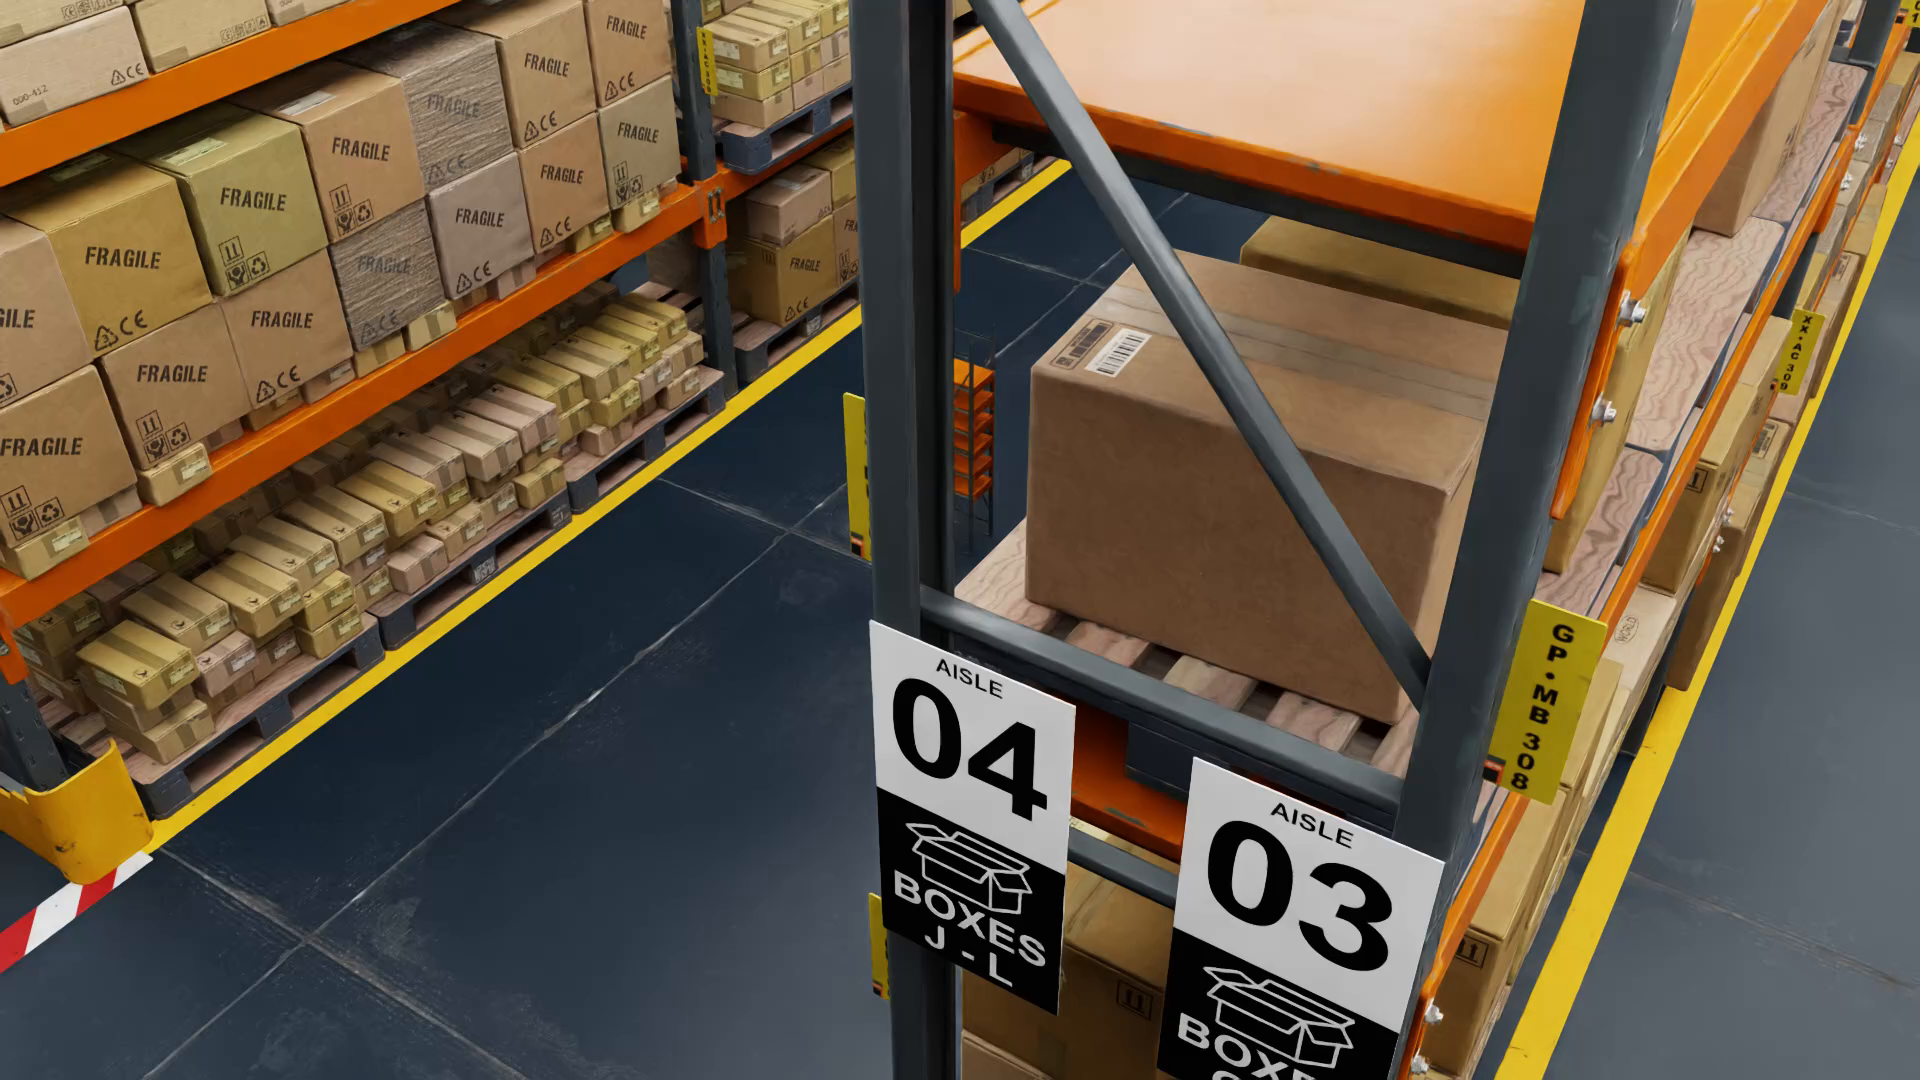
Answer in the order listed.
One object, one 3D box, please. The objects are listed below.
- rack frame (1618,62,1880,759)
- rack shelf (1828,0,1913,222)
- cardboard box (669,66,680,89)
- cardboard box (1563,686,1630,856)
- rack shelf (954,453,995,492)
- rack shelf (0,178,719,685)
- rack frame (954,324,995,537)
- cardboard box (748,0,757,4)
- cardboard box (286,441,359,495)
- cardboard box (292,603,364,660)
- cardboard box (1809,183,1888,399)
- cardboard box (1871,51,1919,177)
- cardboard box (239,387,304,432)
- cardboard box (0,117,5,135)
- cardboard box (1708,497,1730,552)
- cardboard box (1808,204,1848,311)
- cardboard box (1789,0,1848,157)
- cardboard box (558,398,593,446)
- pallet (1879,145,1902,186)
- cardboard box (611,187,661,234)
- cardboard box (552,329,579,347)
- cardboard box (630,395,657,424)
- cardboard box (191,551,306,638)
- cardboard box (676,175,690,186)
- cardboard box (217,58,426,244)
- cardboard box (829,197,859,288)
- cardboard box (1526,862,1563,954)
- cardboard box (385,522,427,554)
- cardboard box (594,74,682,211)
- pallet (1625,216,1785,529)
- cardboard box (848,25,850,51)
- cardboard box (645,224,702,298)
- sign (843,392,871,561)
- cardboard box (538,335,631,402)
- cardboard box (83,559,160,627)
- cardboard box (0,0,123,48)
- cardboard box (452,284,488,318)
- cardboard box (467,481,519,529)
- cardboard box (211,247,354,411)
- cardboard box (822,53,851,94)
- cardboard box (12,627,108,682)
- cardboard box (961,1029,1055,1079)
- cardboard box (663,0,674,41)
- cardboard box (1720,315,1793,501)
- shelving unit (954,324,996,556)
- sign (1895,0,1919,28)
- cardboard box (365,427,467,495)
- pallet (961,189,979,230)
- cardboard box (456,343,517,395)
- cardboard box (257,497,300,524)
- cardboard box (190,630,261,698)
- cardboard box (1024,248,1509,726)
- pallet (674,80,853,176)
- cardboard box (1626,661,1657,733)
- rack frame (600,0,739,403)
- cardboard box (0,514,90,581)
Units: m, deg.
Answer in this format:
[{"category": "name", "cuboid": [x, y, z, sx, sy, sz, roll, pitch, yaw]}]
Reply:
[{"category": "rack frame", "cuboid": [2.450, -0.461, 6.331, 1.000, 3.000, 0.127, 21, 42, 25]}, {"category": "rack shelf", "cuboid": [3.522, -2.395, 6.972, 1.077, 0.370, 4.000, 21, 42, 25]}, {"category": "cardboard box", "cuboid": [-1.638, -2.472, 8.801, 0.380, 0.149, 0.250, 20, 42, 24]}, {"category": "cardboard box", "cuboid": [1.613, 0.585, 4.853, 0.500, 0.250, 0.500, 20, 42, 24]}, {"category": "rack shelf", "cuboid": [0.008, -0.352, 7.933, 0.258, 0.103, 0.180, 21, 42, 25]}, {"category": "rack shelf", "cuboid": [-2.755, -0.820, 7.385, 1.077, 0.370, 4.000, 21, 42, 25]}, {"category": "rack frame", "cuboid": [0.057, -0.530, 7.894, 0.240, 1.200, 0.006, 21, 42, 25]}, {"category": "cardboard box", "cuboid": [-1.219, -2.995, 9.236, 0.380, 0.149, 0.250, 20, 42, 24]}, {"category": "cardboard box", "cuboid": [-3.018, -0.357, 7.699, 0.380, 0.149, 0.250, 20, 42, 24]}, {"category": "cardboard box", "cuboid": [-2.848, 0.336, 7.288, 0.380, 0.149, 0.250, 22, 43, 26]}, {"category": "cardboard box", "cuboid": [4.206, -1.499, 9.073, 1.225, 0.875, 0.875, 19, 42, 23]}, {"category": "cardboard box", "cuboid": [4.538, -2.227, 8.540, 0.500, 0.500, 0.500, 23, 43, 26]}, {"category": "cardboard box", "cuboid": [-2.896, -0.610, 6.730, 0.380, 0.149, 0.250, 21, 42, 25]}, {"category": "cardboard box", "cuboid": [-3.370, -1.350, 5.150, 0.500, 0.250, 0.500, 23, 43, 27]}, {"category": "cardboard box", "cuboid": [2.564, -0.097, 6.064, 0.380, 0.149, 0.250, 21, 43, 25]}, {"category": "cardboard box", "cuboid": [3.445, -1.173, 7.173, 0.500, 0.500, 0.500, 20, 42, 24]}, {"category": "cardboard box", "cuboid": [2.082, -1.471, 4.677, 0.700, 0.500, 0.500, 19, 41, 23]}, {"category": "cardboard box", "cuboid": [-2.064, -0.640, 8.310, 0.380, 0.149, 0.250, 22, 43, 26]}, {"category": "pallet", "cuboid": [5.668, -2.448, 11.191, 1.003, 0.211, 1.213, 21, 42, 25]}, {"category": "cardboard box", "cuboid": [-1.685, -1.644, 8.071, 0.380, 0.149, 0.250, 20, 42, 24]}, {"category": "cardboard box", "cuboid": [-2.208, -1.049, 8.840, 0.380, 0.149, 0.250, 21, 43, 25]}, {"category": "cardboard box", "cuboid": [-1.816, -0.753, 8.700, 0.380, 0.149, 0.250, 22, 43, 26]}, {"category": "cardboard box", "cuboid": [-2.970, 0.225, 6.944, 0.380, 0.149, 0.250, 21, 42, 25]}, {"category": "cardboard box", "cuboid": [-1.498, -2.076, 9.514, 0.500, 0.250, 0.500, 20, 42, 24]}, {"category": "cardboard box", "cuboid": [-2.529, -1.558, 6.610, 0.500, 0.500, 0.500, 20, 42, 24]}, {"category": "cardboard box", "cuboid": [-0.782, -1.879, 9.874, 0.500, 0.500, 0.500, 23, 43, 27]}, {"category": "cardboard box", "cuboid": [1.463, 0.962, 4.691, 0.380, 0.149, 0.250, 21, 42, 25]}, {"category": "cardboard box", "cuboid": [-2.677, -0.110, 7.623, 0.380, 0.149, 0.250, 23, 43, 27]}, {"category": "cardboard box", "cuboid": [-1.704, -1.951, 7.938, 0.500, 0.500, 0.500, 21, 42, 25]}, {"category": "pallet", "cuboid": [1.349, -0.569, 4.087, 1.003, 0.211, 1.213, 21, 42, 25]}, {"category": "cardboard box", "cuboid": [-0.670, -2.774, 8.950, 0.380, 0.149, 0.250, 19, 42, 23]}, {"category": "cardboard box", "cuboid": [-1.500, -1.776, 9.740, 0.500, 0.500, 0.500, 20, 42, 24]}, {"category": "sign", "cuboid": [-0.143, -0.091, 2.733, 0.100, 0.325, 0.005, 21, 42, 25]}, {"category": "cardboard box", "cuboid": [-1.885, -0.864, 8.358, 0.380, 0.149, 0.250, 21, 42, 25]}, {"category": "cardboard box", "cuboid": [-3.574, 0.187, 6.994, 0.380, 0.149, 0.250, 22, 43, 26]}, {"category": "cardboard box", "cuboid": [-3.093, -1.811, 5.338, 0.500, 0.250, 0.500, 21, 42, 25]}, {"category": "cardboard box", "cuboid": [-2.339, -1.137, 7.413, 0.380, 0.149, 0.250, 21, 42, 24]}, {"category": "cardboard box", "cuboid": [-2.357, -0.213, 8.000, 0.380, 0.149, 0.250, 22, 43, 26]}, {"category": "cardboard box", "cuboid": [-2.814, -0.905, 6.580, 0.500, 0.500, 0.500, 22, 43, 26]}, {"category": "cardboard box", "cuboid": [-0.803, -2.527, 8.873, 0.380, 0.149, 0.250, 21, 43, 25]}, {"category": "cardboard box", "cuboid": [-3.785, 0.406, 6.953, 0.380, 0.149, 0.250, 20, 42, 24]}, {"category": "cardboard box", "cuboid": [0.343, 1.206, 4.047, 0.500, 0.250, 0.500, 20, 42, 24]}, {"category": "cardboard box", "cuboid": [-1.633, -2.709, 8.621, 0.380, 0.149, 0.250, 23, 43, 27]}, {"category": "cardboard box", "cuboid": [2.430, -0.492, 5.636, 0.500, 0.500, 0.500, 22, 43, 26]}, {"category": "shelving unit", "cuboid": [0.008, -0.483, 7.833, 0.258, 1.200, 0.189, 21, 42, 25]}, {"category": "sign", "cuboid": [2.920, -1.704, 4.998, 0.100, 0.325, 0.005, 21, 42, 25]}, {"category": "cardboard box", "cuboid": [-2.517, -0.351, 7.692, 0.380, 0.149, 0.250, 21, 42, 25]}, {"category": "pallet", "cuboid": [-0.615, -2.064, 10.695, 1.003, 0.211, 1.213, 21, 42, 25]}, {"category": "cardboard box", "cuboid": [-2.455, -0.888, 8.388, 0.380, 0.149, 0.250, 20, 42, 24]}, {"category": "cardboard box", "cuboid": [-3.241, -0.134, 7.653, 0.380, 0.149, 0.250, 22, 43, 26]}, {"category": "cardboard box", "cuboid": [-3.135, 0.463, 6.880, 0.380, 0.149, 0.250, 21, 42, 25]}, {"category": "cardboard box", "cuboid": [0.541, -0.118, 2.921, 0.700, 0.500, 0.500, 19, 41, 23]}, {"category": "pallet", "cuboid": [-1.151, -2.406, 9.011, 1.003, 0.211, 1.213, 21, 42, 25]}, {"category": "cardboard box", "cuboid": [2.013, 0.434, 5.376, 0.380, 0.149, 0.250, 22, 43, 26]}, {"category": "rack frame", "cuboid": [-1.683, -2.136, 8.503, 1.000, 3.000, 0.127, 21, 42, 25]}, {"category": "cardboard box", "cuboid": [-3.376, -0.034, 5.982, 0.380, 0.149, 0.250, 21, 42, 25]}]
